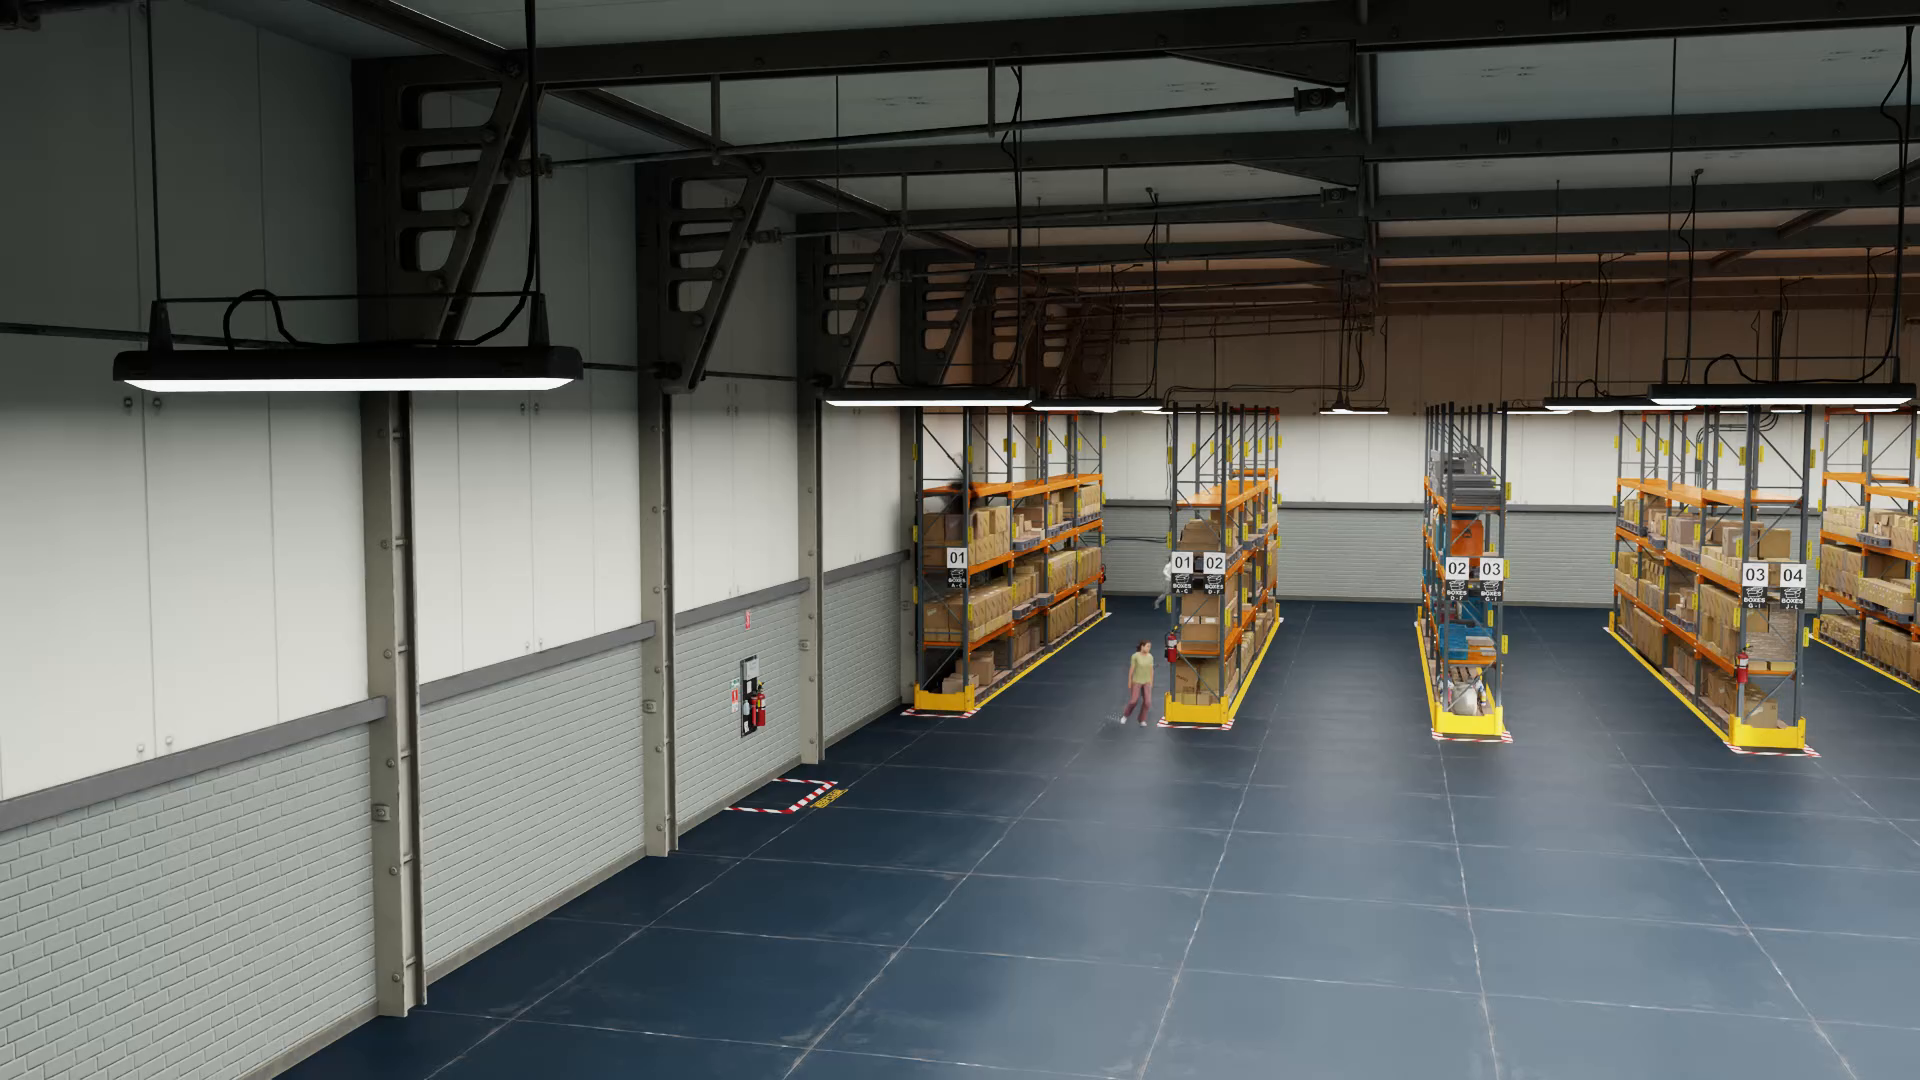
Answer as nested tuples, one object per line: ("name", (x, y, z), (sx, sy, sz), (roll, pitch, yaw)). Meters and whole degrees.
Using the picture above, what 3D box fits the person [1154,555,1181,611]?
("person", (6.236, 1.250, 49.251), (0.873, 1.663, 0.685), (3, 5, 37))

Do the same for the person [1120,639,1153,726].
("person", (3.277, 2.625, 30.765), (0.584, 1.634, 0.504), (-1, 4, -18))
